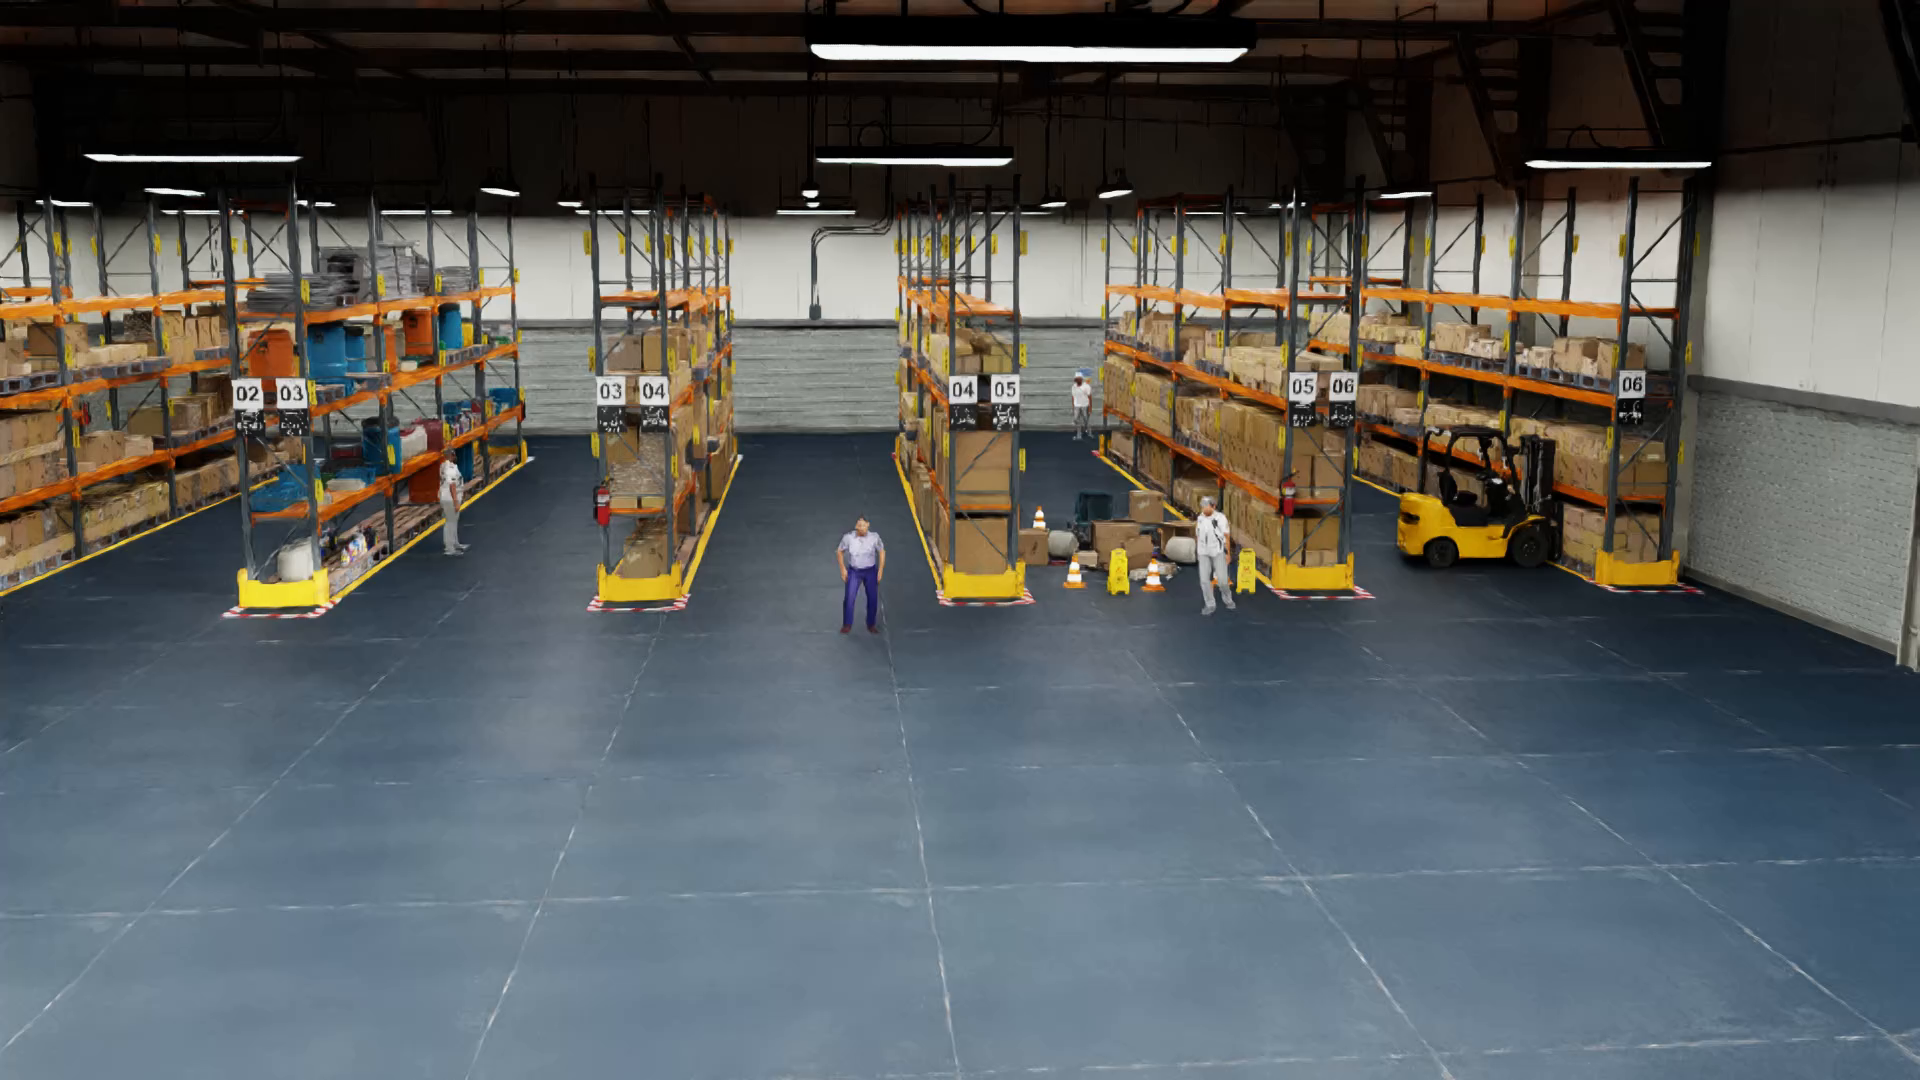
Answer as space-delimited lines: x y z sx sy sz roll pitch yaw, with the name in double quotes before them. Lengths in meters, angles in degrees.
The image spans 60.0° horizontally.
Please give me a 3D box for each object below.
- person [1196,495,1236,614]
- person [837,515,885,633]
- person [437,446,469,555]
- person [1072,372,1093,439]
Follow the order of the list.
"person" 3.516 0.190 22.908 0.553 1.650 0.562 6 12 32
"person" -1.285 0.437 21.685 0.625 1.596 0.510 -1 10 -6
"person" -8.315 -0.665 27.323 0.492 1.767 0.626 -5 11 -28
"person" 3.228 -3.559 43.850 0.601 1.753 0.571 6 12 31
